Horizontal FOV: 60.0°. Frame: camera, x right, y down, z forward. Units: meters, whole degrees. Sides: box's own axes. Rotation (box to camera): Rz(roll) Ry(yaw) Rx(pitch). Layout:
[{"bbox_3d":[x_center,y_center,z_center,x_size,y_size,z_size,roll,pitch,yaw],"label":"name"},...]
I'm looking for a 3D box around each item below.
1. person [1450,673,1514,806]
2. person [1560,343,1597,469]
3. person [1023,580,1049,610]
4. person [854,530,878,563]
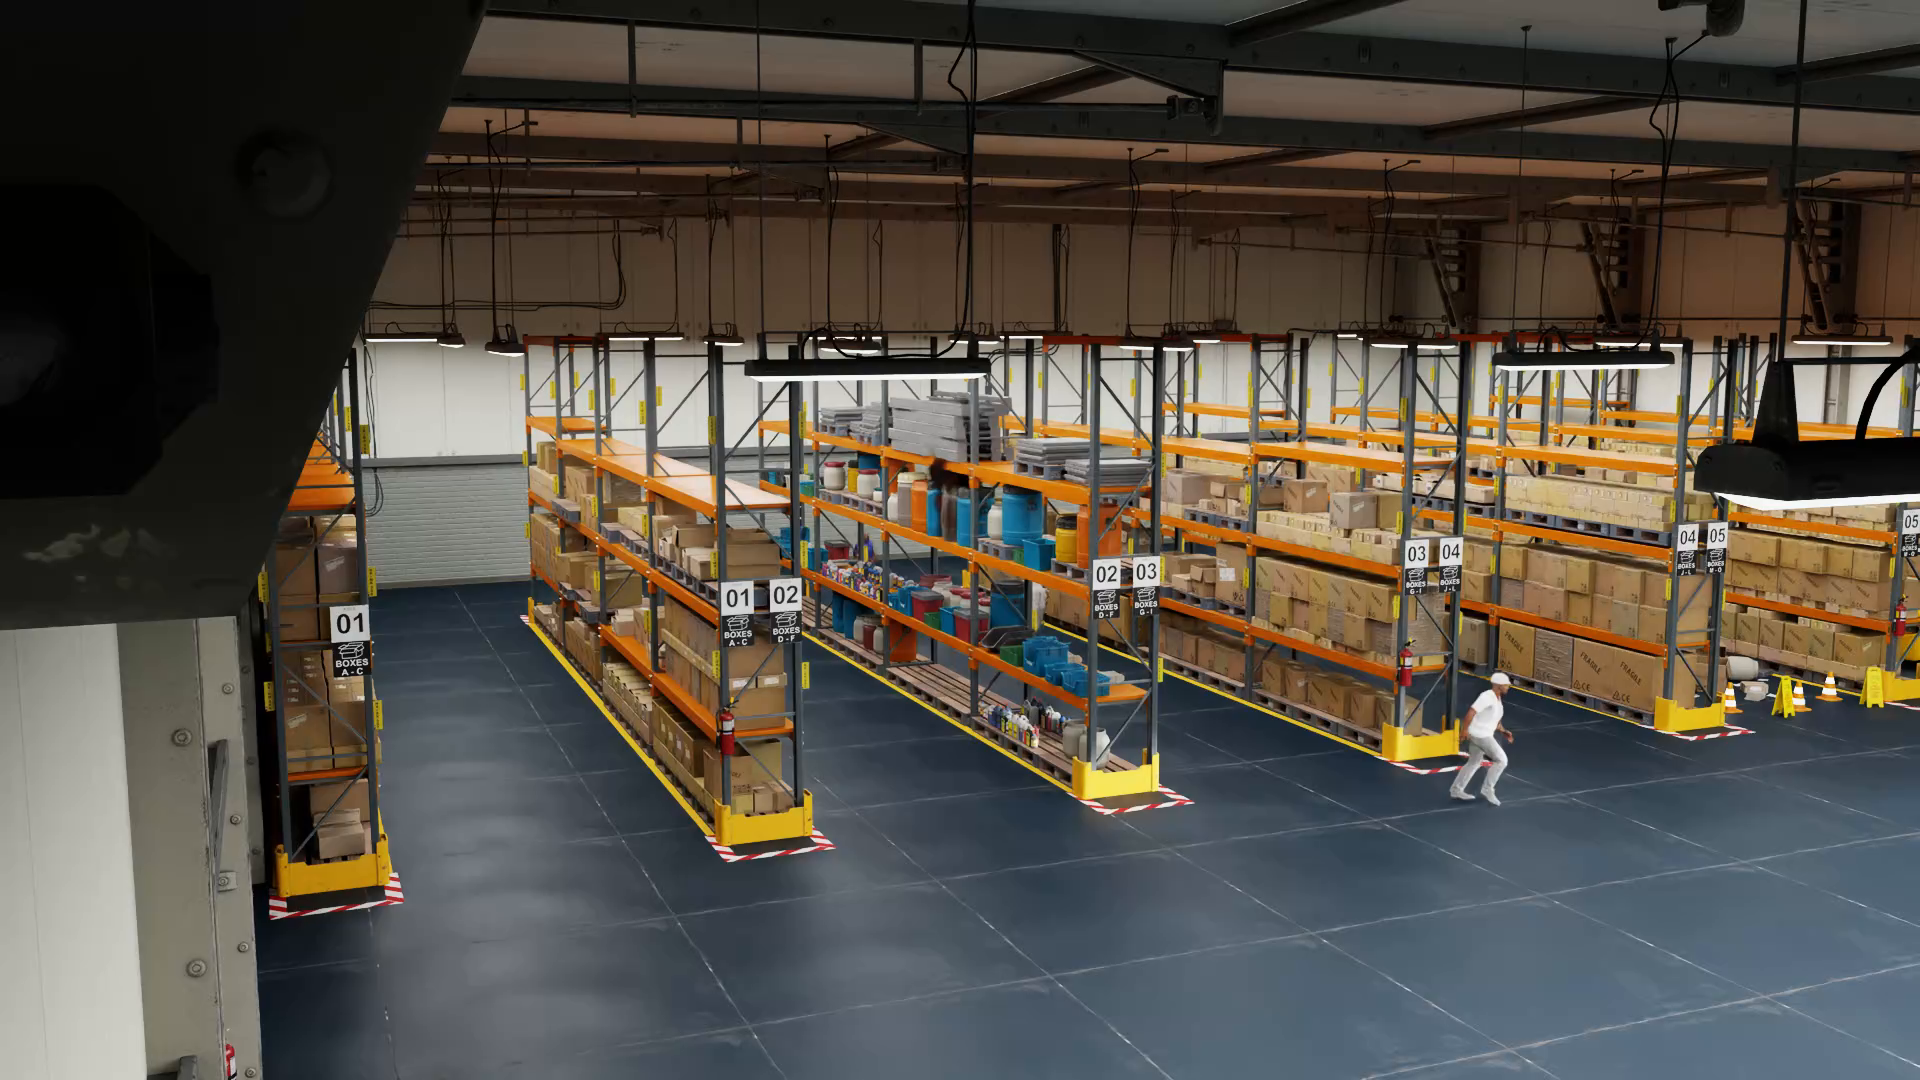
[{"bbox_3d":[6.890,2.576,21.912,0.777,1.701,0.614,3,8,19],"label":"person"},{"bbox_3d":[10.832,-1.344,35.838,3.583,5.793,3.810,-4,9,-29],"label":"person"},{"bbox_3d":[1.387,1.276,30.631,0.505,1.685,0.800,-4,9,-29],"label":"person"},{"bbox_3d":[-2.103,0.630,36.915,0.614,1.716,0.631,-6,10,-38],"label":"person"}]
